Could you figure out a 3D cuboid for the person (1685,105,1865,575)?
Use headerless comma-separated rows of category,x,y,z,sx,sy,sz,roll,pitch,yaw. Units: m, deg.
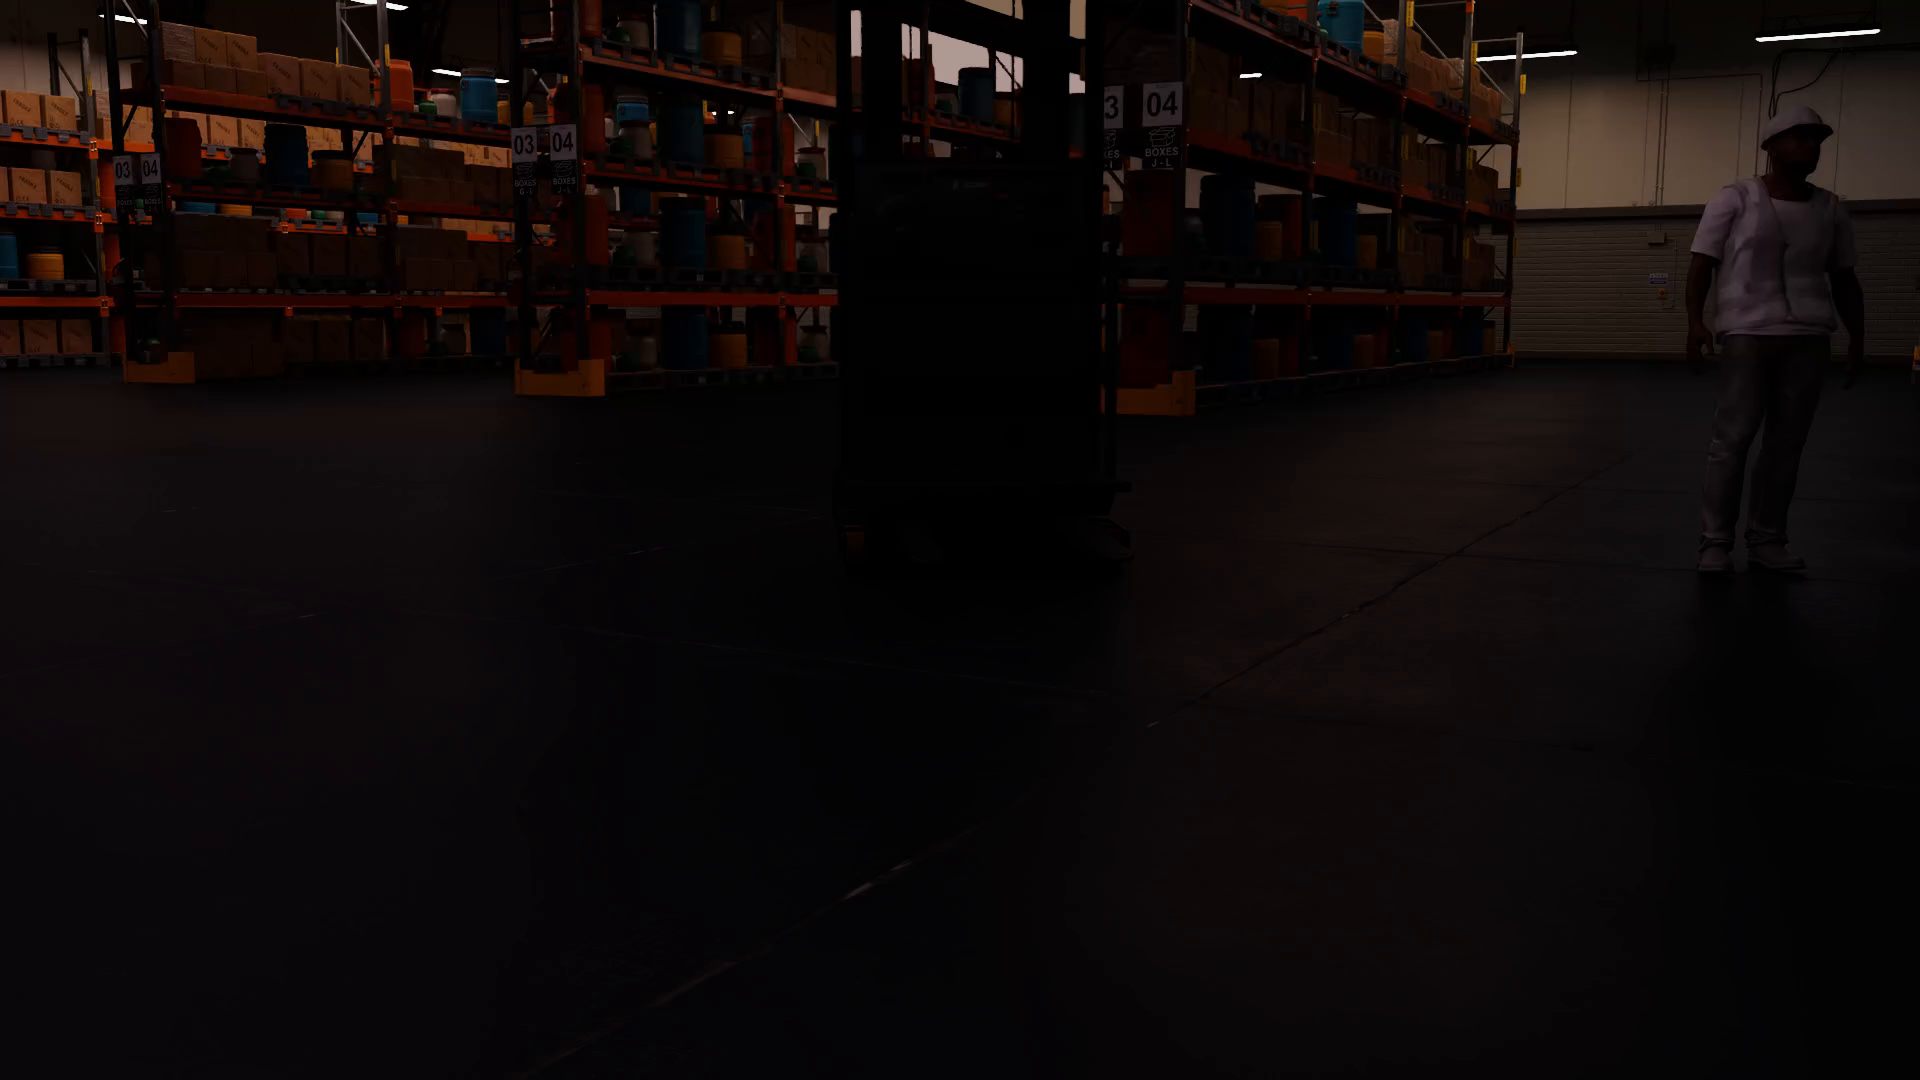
person,3.127,-0.764,6.334,0.666,1.765,0.579,1,8,5

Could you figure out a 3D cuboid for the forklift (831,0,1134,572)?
forklift,0.065,-1.373,6.544,1.130,2.935,3.031,-1,8,-5
